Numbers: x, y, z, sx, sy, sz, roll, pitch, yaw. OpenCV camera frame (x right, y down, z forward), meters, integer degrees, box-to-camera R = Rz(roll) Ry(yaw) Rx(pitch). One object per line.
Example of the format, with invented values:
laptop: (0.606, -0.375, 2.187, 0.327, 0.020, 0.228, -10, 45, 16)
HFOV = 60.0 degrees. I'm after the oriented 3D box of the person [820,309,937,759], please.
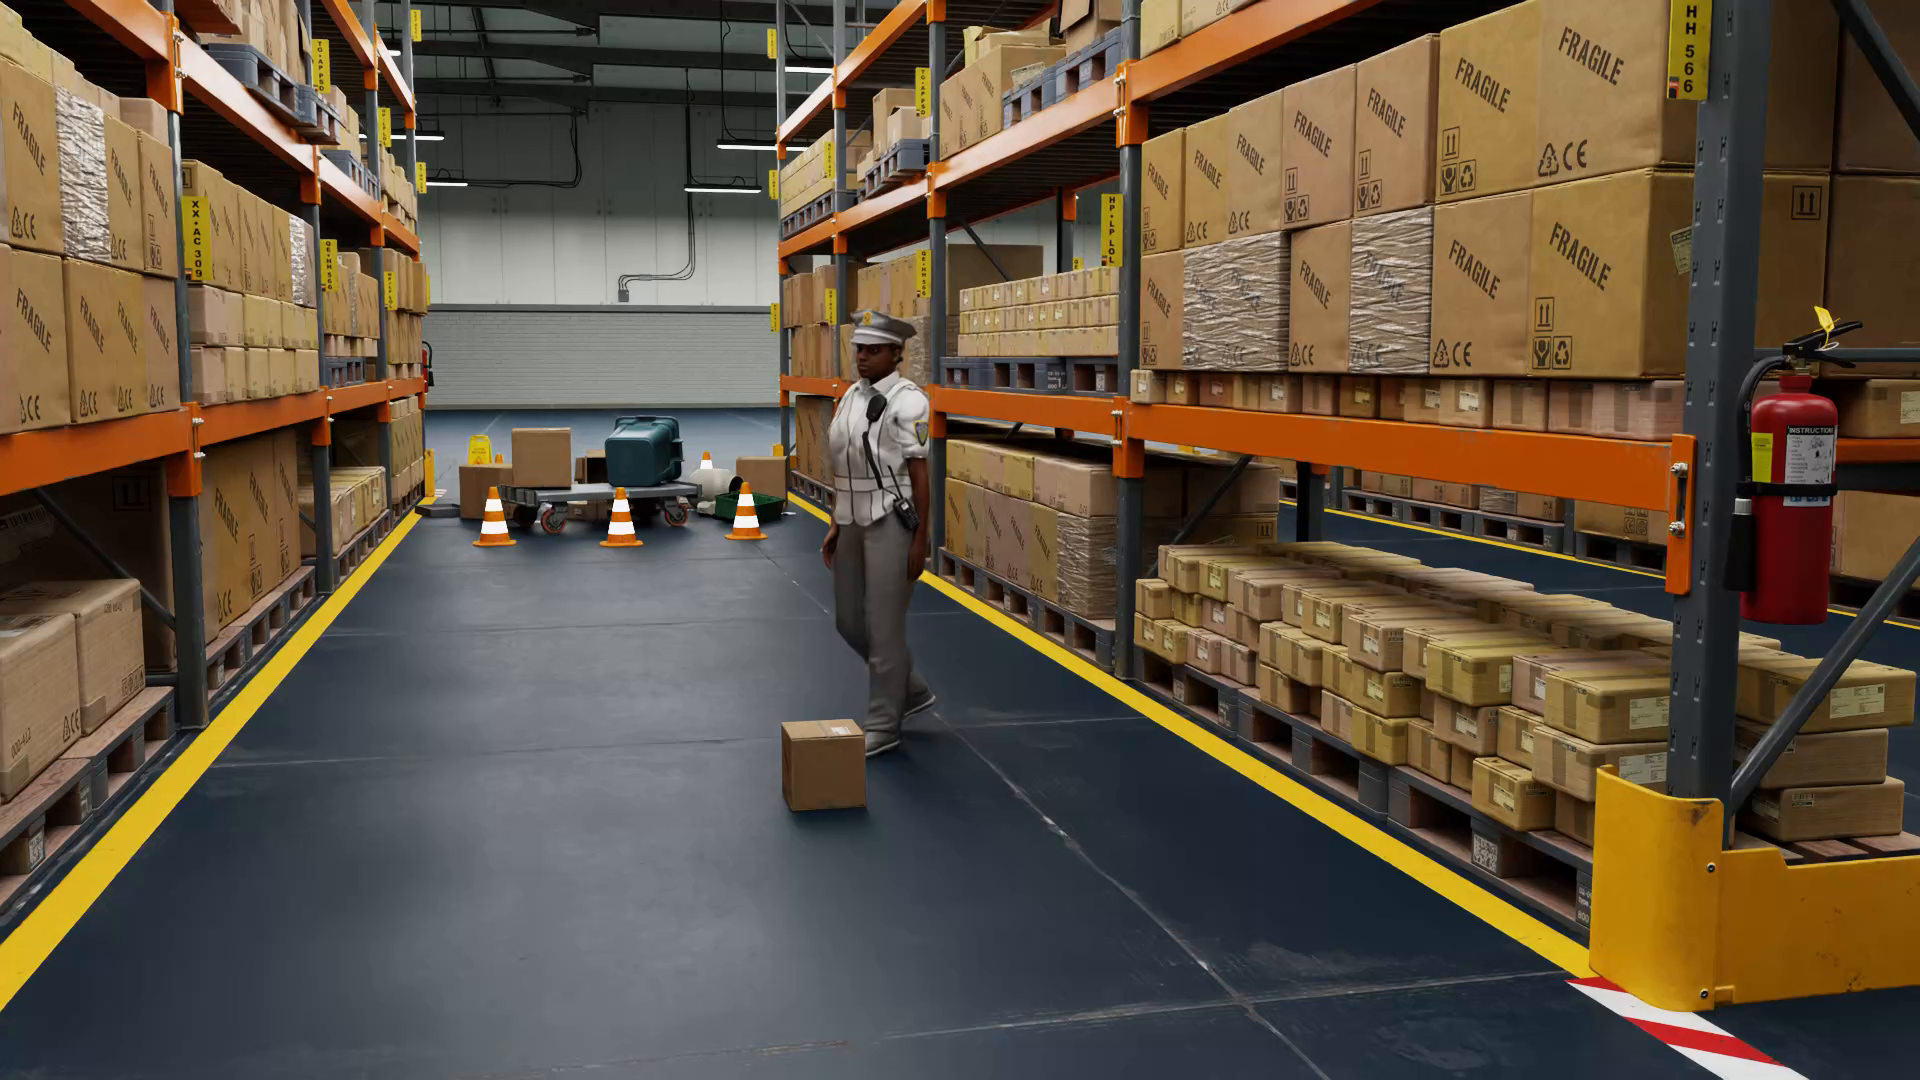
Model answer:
person: (-0.285, -0.036, 6.390, 0.580, 1.680, 0.485, -5, 8, -40)
